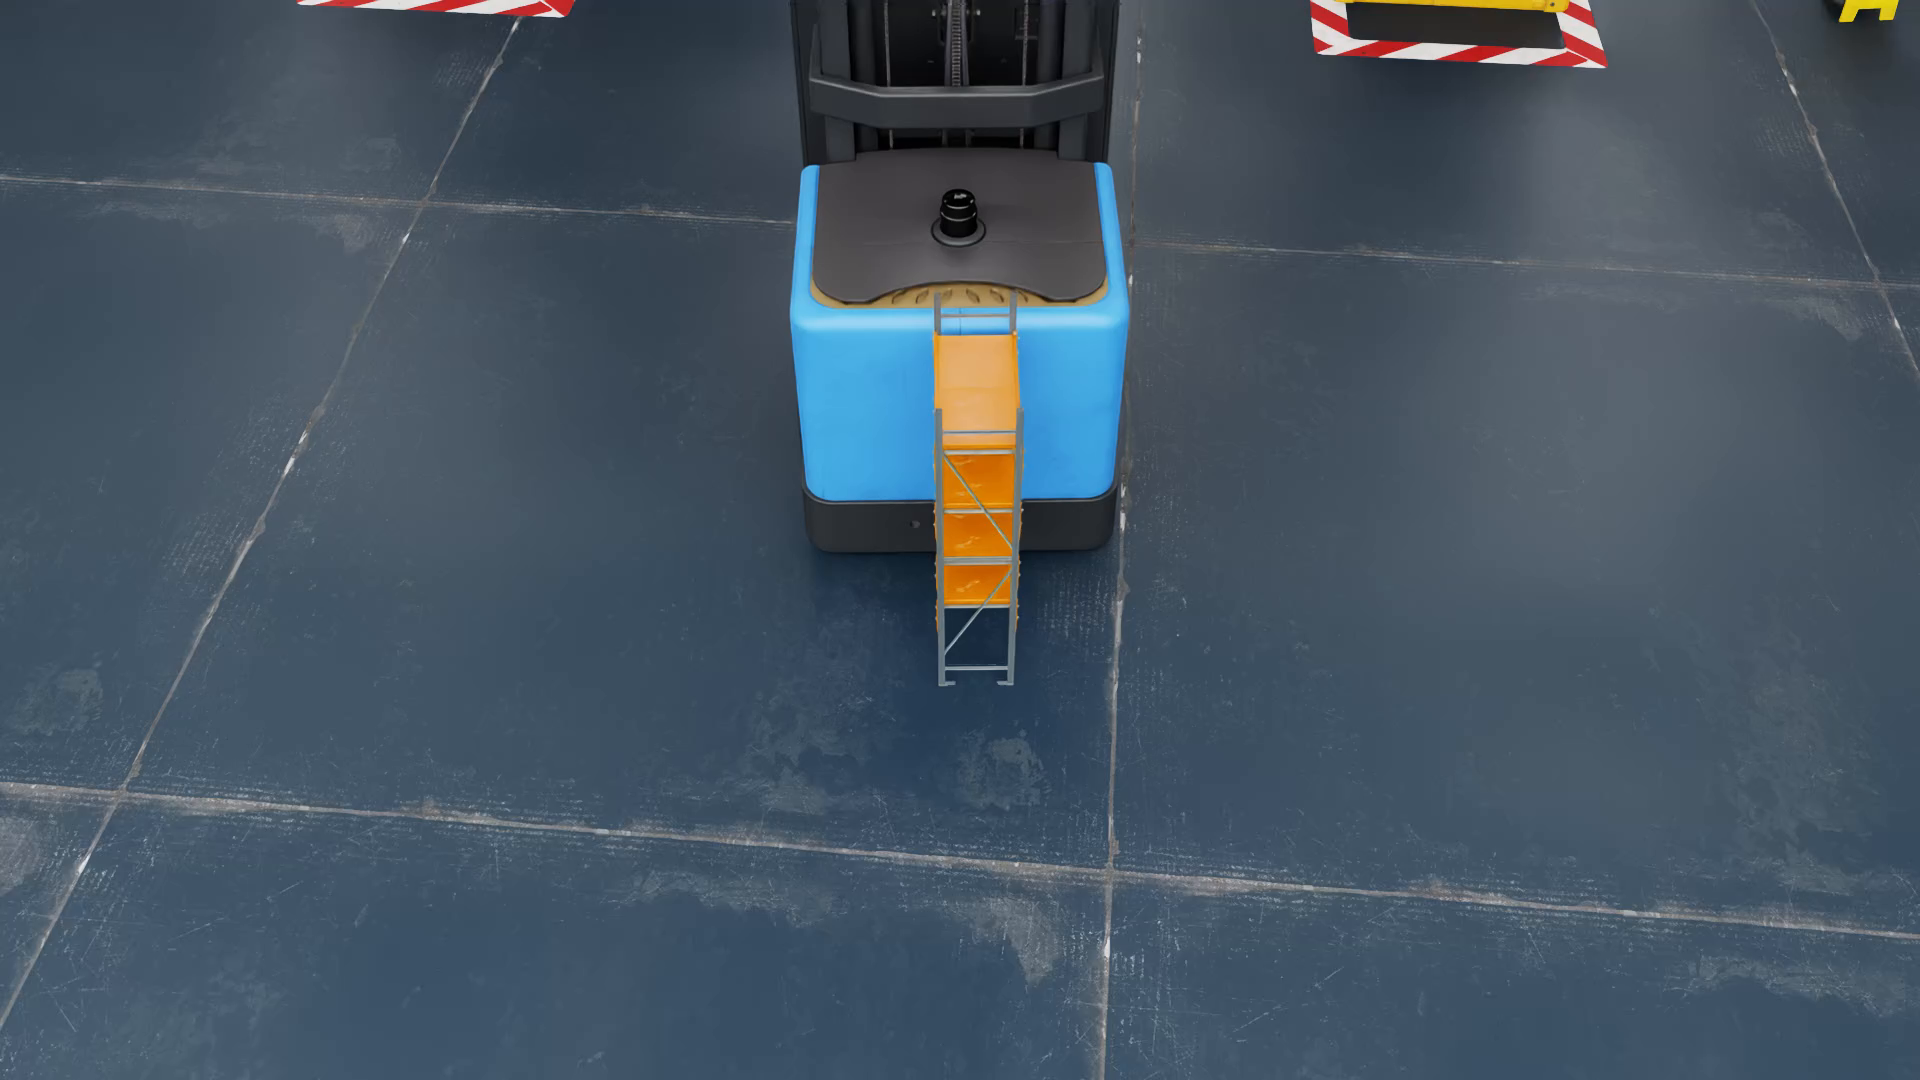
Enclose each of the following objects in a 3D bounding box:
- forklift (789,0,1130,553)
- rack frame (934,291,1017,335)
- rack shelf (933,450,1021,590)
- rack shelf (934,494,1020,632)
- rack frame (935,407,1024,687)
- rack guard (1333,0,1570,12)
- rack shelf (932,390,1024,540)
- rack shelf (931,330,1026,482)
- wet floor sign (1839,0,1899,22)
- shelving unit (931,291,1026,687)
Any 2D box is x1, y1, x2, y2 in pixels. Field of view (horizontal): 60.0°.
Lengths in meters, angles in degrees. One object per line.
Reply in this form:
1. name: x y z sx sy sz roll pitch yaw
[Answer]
1. forklift: -0.021 -2.020 5.611 1.130 2.935 3.031 -1 48 -1
2. rack frame: 0.045 -0.303 5.214 0.240 1.200 0.015 -1 48 -1
3. rack shelf: 0.048 -0.078 5.099 0.258 0.148 0.480 -1 48 -1
4. rack shelf: 0.048 0.056 5.246 0.258 0.148 0.480 -1 48 -1
5. rack frame: 0.052 0.057 4.885 0.240 1.200 0.015 -1 48 -1
6. rack guard: 2.404 -2.900 8.064 1.175 0.500 0.348 4 48 4
7. rack shelf: 0.048 -0.229 4.934 0.258 0.148 0.480 -1 48 -1
8. rack shelf: 0.048 -0.388 4.759 0.258 0.148 0.480 -1 48 -1
9. wet floor sign: 4.375 -2.812 7.885 0.267 0.644 0.232 -4 48 -3
10. shelving unit: 0.048 -0.123 5.049 0.258 1.200 0.503 -1 48 -1
